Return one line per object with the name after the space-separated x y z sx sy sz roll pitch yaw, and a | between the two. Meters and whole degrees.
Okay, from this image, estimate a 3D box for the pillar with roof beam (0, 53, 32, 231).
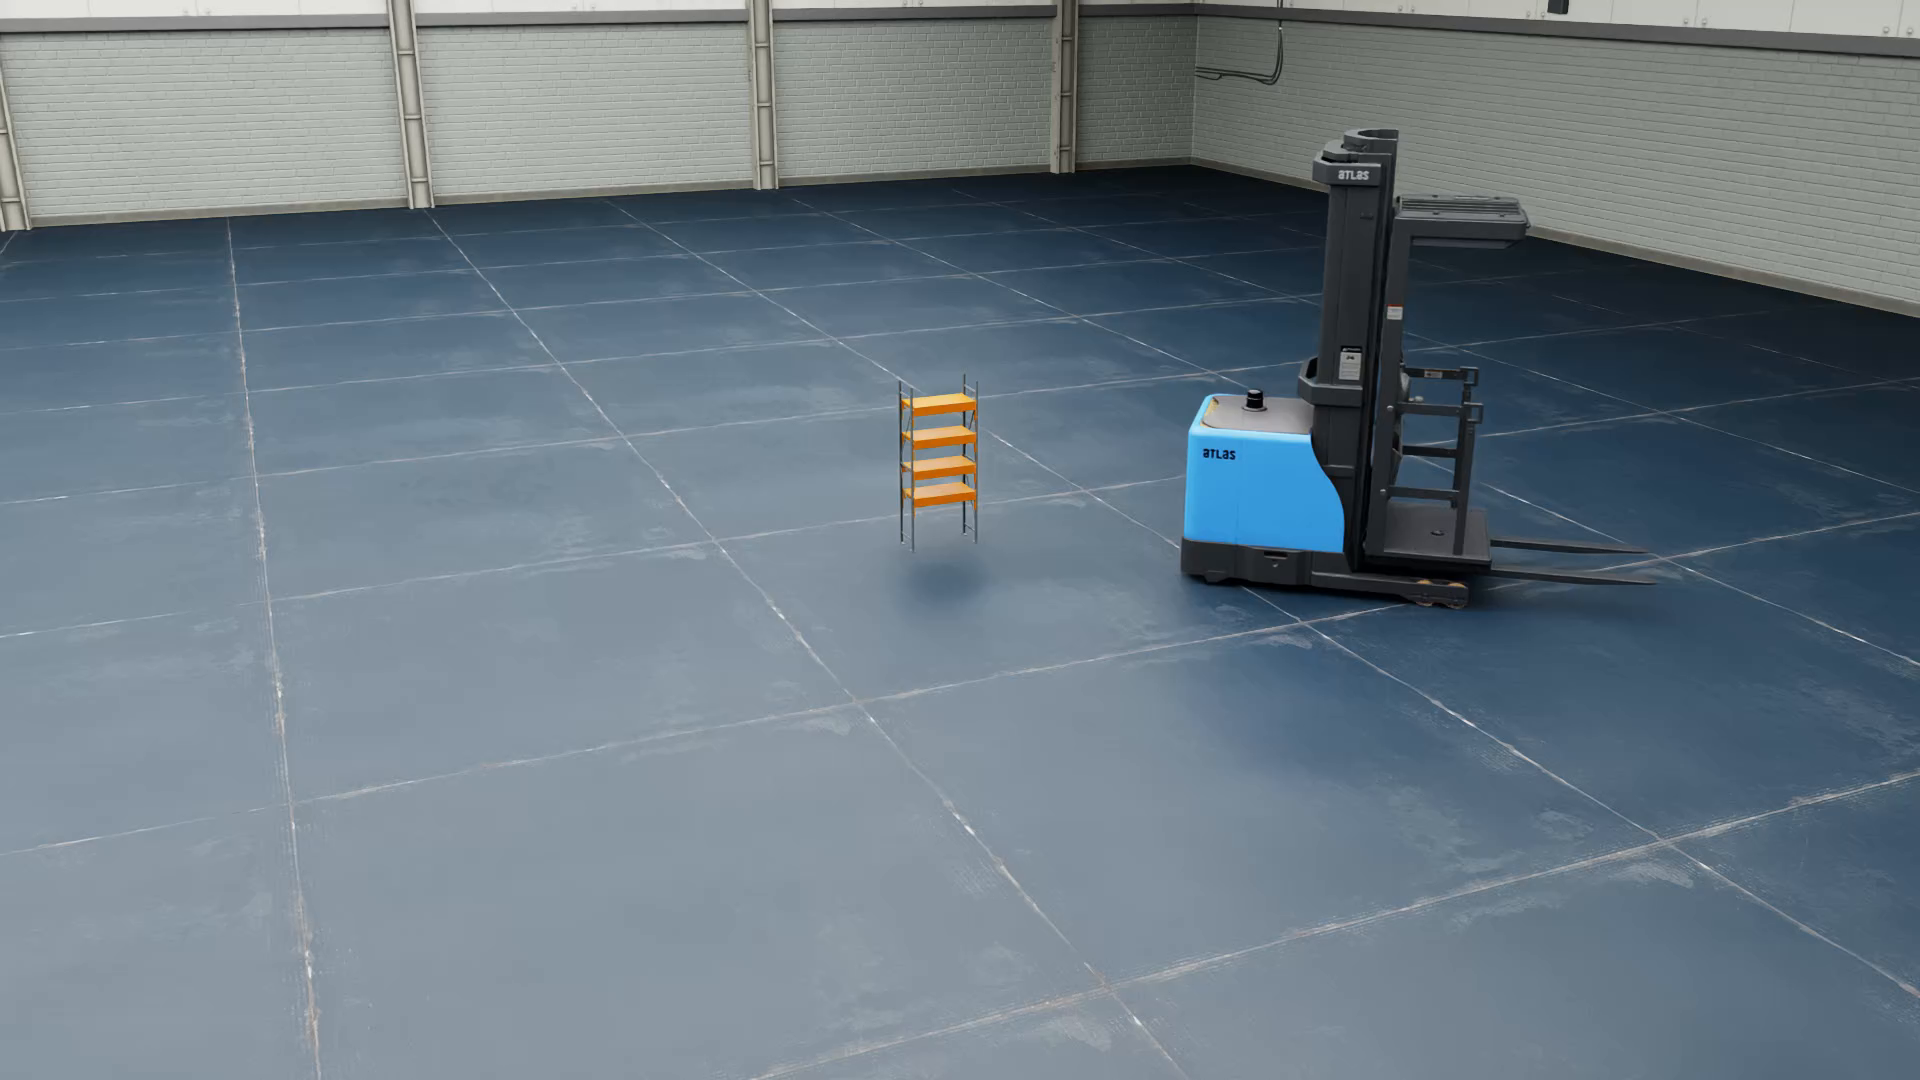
-12.832 -7.725 20.411 0.400 9.000 9.100 -8 21 -22 | pillar with roof beam

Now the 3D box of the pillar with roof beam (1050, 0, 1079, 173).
3.696 -10.092 27.136 0.400 9.000 9.100 -8 21 -22 | pillar with roof beam

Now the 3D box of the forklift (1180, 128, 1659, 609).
3.064 -1.132 10.824 3.031 2.935 1.130 5 20 14 | forklift

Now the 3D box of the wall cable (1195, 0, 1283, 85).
5.219 -9.925 31.336 0.112 2.526 3.097 -8 21 -22 | wall cable

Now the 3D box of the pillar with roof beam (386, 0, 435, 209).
-7.323 -8.514 22.653 0.400 9.000 9.100 -8 21 -22 | pillar with roof beam

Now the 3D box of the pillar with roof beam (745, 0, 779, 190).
-1.813 -9.303 24.894 0.400 9.000 9.100 -8 21 -22 | pillar with roof beam

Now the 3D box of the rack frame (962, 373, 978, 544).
0.072 -0.576 11.852 0.015 1.200 0.240 -8 21 -22 | rack frame

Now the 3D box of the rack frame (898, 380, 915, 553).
-0.376 -0.512 11.670 0.015 1.200 0.240 -8 21 -22 | rack frame

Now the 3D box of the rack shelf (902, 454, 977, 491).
-0.152 -0.481 11.783 0.480 0.148 0.258 -8 21 -22 | rack shelf

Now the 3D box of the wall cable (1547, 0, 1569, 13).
8.965 -10.097 22.027 0.169 6.003 2.305 -8 21 -22 | wall cable

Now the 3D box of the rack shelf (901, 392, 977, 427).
-0.152 -0.915 11.630 0.480 0.148 0.258 -8 21 -22 | rack shelf

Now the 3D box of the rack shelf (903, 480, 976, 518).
-0.152 -0.293 11.849 0.480 0.148 0.258 -8 21 -22 | rack shelf

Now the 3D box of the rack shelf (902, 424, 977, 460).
-0.152 -0.692 11.709 0.480 0.148 0.258 -8 21 -22 | rack shelf

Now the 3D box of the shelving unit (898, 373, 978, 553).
-0.152 -0.544 11.761 0.503 1.200 0.258 -8 21 -22 | shelving unit
